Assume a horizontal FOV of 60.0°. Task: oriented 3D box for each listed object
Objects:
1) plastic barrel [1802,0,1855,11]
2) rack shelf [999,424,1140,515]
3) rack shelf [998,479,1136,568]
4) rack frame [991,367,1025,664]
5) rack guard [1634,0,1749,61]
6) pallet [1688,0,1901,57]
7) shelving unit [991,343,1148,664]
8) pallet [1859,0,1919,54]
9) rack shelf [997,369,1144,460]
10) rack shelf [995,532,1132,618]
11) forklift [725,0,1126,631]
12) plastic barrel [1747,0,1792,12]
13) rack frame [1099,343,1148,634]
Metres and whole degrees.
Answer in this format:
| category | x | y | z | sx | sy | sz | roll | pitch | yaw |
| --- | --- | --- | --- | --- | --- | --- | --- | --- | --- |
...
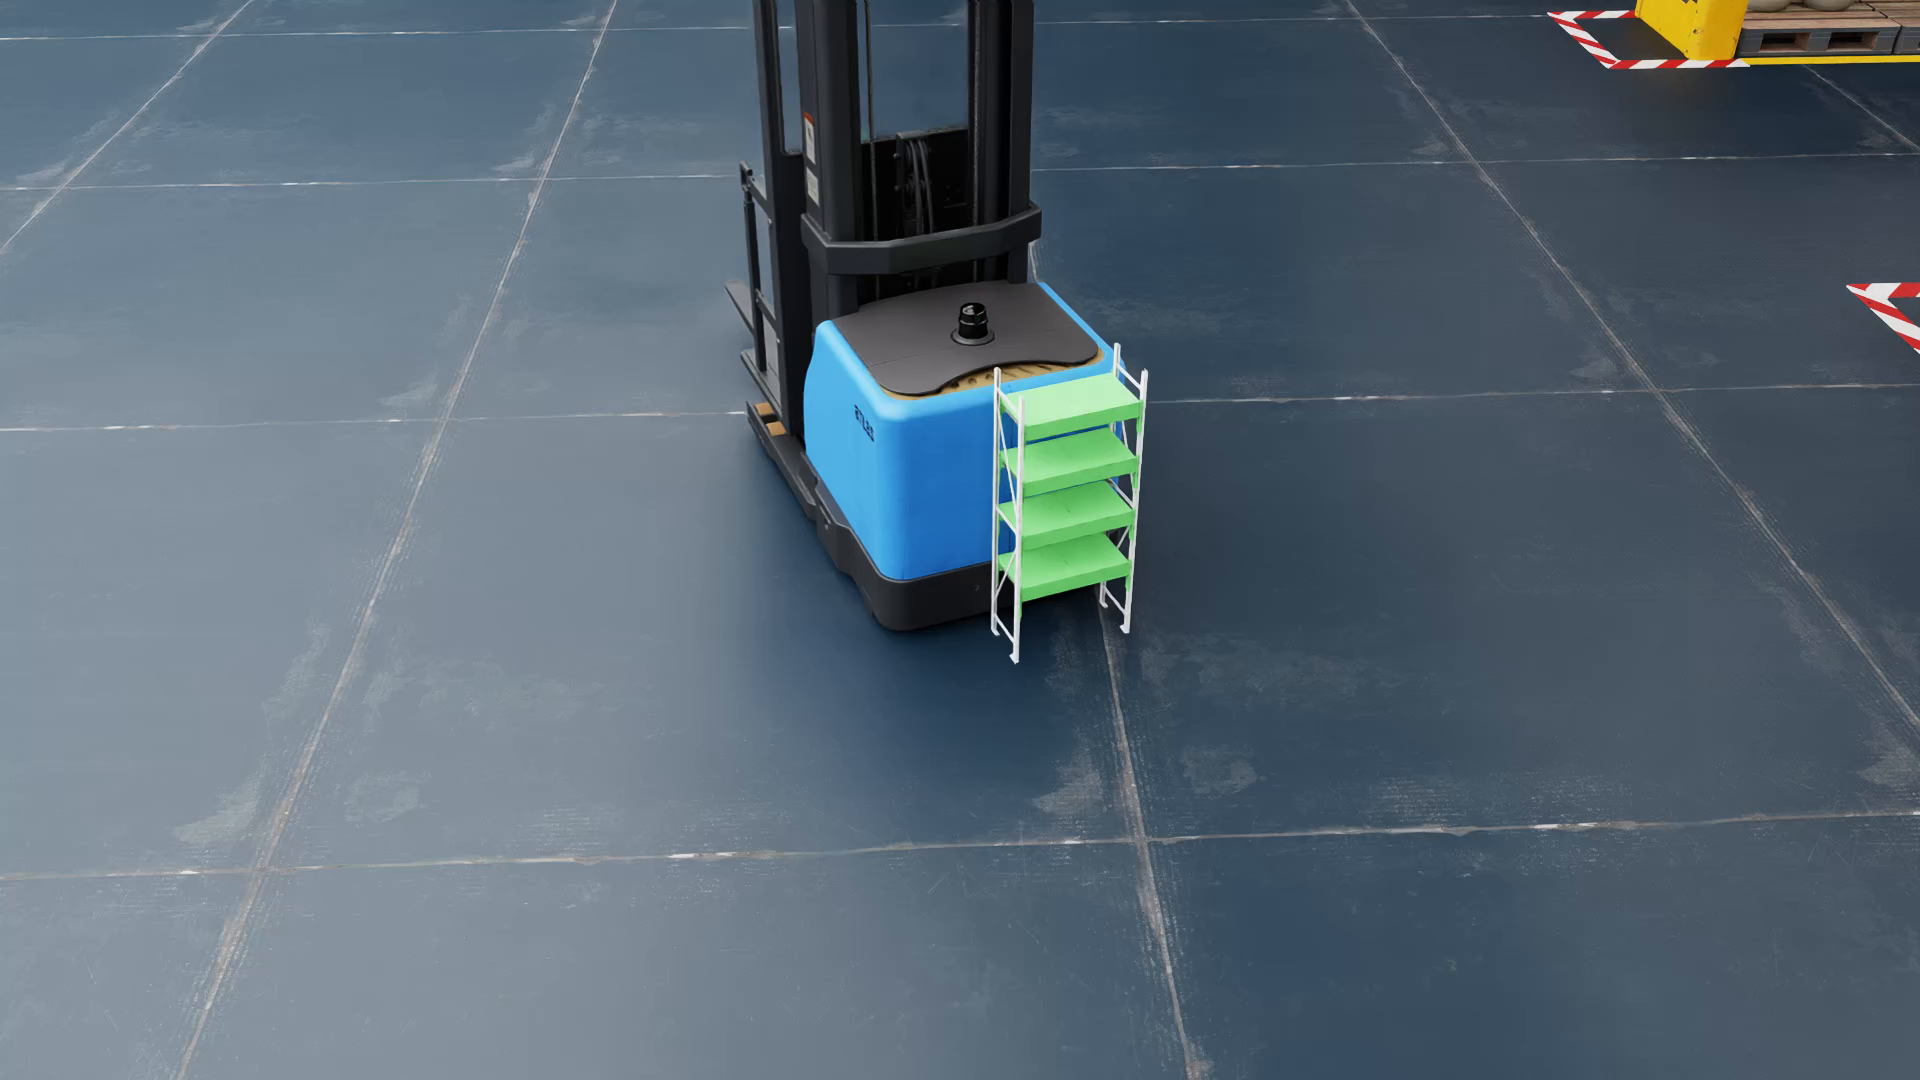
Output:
| category | x | y | z | sx | sy | sz | roll | pitch | yaw |
| --- | --- | --- | --- | --- | --- | --- | --- | --- | --- |
| plastic barrel | 6.688 | -4.346 | 12.711 | 0.421 | 0.512 | 0.421 | 0 | 35 | 0 |
| rack shelf | 0.403 | -0.269 | 6.274 | 0.480 | 0.148 | 0.258 | -13 | 37 | -18 |
| rack shelf | 0.403 | -0.071 | 6.411 | 0.480 | 0.148 | 0.258 | -13 | 37 | -18 |
| rack frame | 0.178 | -0.070 | 6.297 | 0.015 | 1.200 | 0.240 | -13 | 37 | -18 |
| rack guard | 5.607 | -4.123 | 12.768 | 0.348 | 0.500 | 1.175 | -2 | 35 | -2 |
| pallet | 6.419 | -4.023 | 12.877 | 1.213 | 0.211 | 1.003 | -2 | 35 | -2 |
| shelving unit | 0.403 | -0.124 | 6.374 | 0.503 | 1.200 | 0.258 | -13 | 37 | -18 |
| pallet | 7.634 | -4.054 | 12.922 | 1.213 | 0.211 | 1.003 | -2 | 35 | -2 |
| rack shelf | 0.403 | -0.466 | 6.138 | 0.480 | 0.148 | 0.258 | -13 | 37 | -18 |
| rack shelf | 0.403 | 0.126 | 6.547 | 0.480 | 0.148 | 0.258 | -13 | 37 | -18 |
| forklift | -0.369 | -1.676 | 7.096 | 1.130 | 2.935 | 3.031 | -13 | 37 | -18 |
| plastic barrel | 6.187 | -4.333 | 12.692 | 0.421 | 0.512 | 0.421 | 0 | 35 | 0 |
| rack frame | 0.629 | -0.177 | 6.451 | 0.015 | 1.200 | 0.240 | -13 | 37 | -18 |
